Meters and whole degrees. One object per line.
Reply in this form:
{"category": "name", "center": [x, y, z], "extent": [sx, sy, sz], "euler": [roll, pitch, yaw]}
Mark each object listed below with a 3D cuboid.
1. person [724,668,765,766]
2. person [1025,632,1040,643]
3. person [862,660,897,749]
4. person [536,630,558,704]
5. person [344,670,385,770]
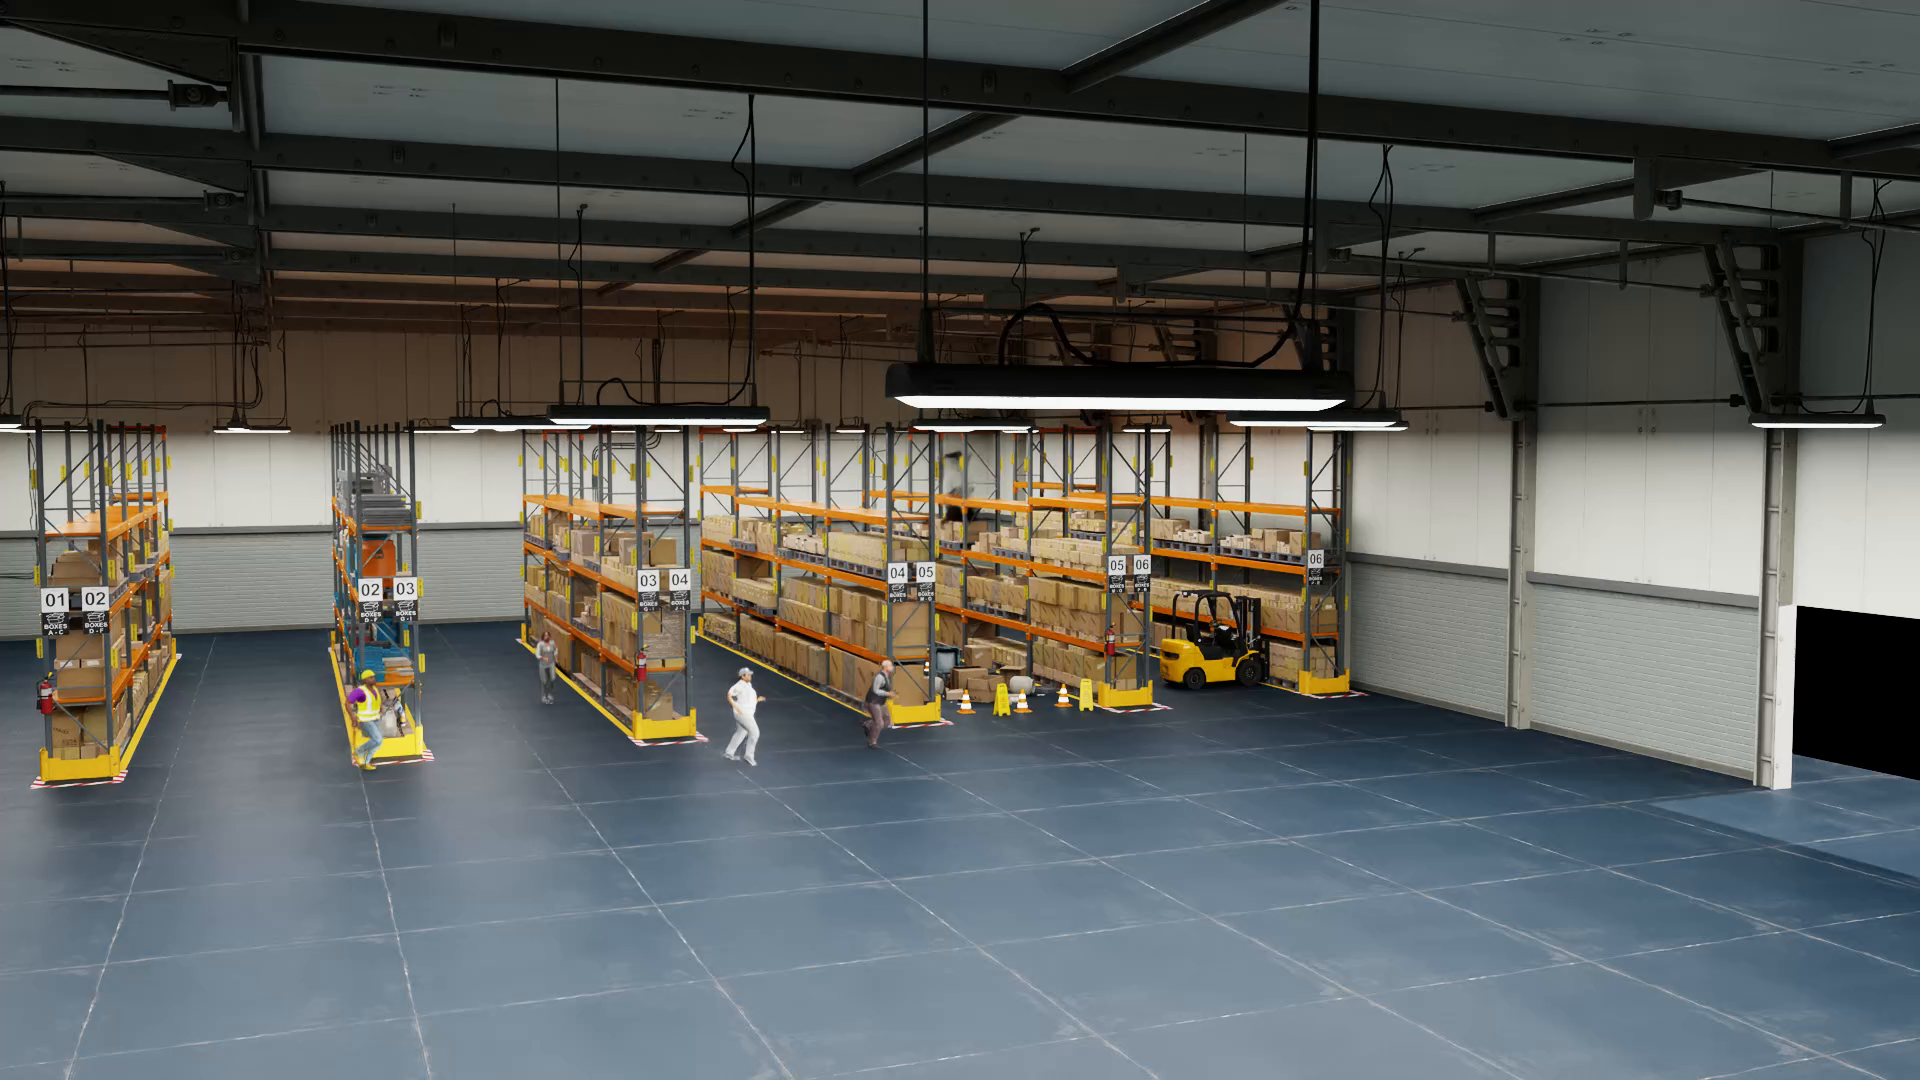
{"category": "person", "center": [-3.776, 3.091, 29.056], "extent": [0.746, 1.726, 0.584], "euler": [0, 4, 5]}
{"category": "person", "center": [1.897, 1.869, 43.420], "extent": [0.672, 1.807, 0.814], "euler": [-2, 4, -26]}
{"category": "person", "center": [-1.473, 3.011, 30.433], "extent": [0.725, 1.647, 0.648], "euler": [1, 4, 20]}
{"category": "person", "center": [-8.789, 2.716, 35.435], "extent": [0.504, 1.571, 0.732], "euler": [-2, 4, -24]}
{"category": "person", "center": [-10.115, 3.085, 28.496], "extent": [0.551, 1.705, 0.720], "euler": [1, 4, 11]}
